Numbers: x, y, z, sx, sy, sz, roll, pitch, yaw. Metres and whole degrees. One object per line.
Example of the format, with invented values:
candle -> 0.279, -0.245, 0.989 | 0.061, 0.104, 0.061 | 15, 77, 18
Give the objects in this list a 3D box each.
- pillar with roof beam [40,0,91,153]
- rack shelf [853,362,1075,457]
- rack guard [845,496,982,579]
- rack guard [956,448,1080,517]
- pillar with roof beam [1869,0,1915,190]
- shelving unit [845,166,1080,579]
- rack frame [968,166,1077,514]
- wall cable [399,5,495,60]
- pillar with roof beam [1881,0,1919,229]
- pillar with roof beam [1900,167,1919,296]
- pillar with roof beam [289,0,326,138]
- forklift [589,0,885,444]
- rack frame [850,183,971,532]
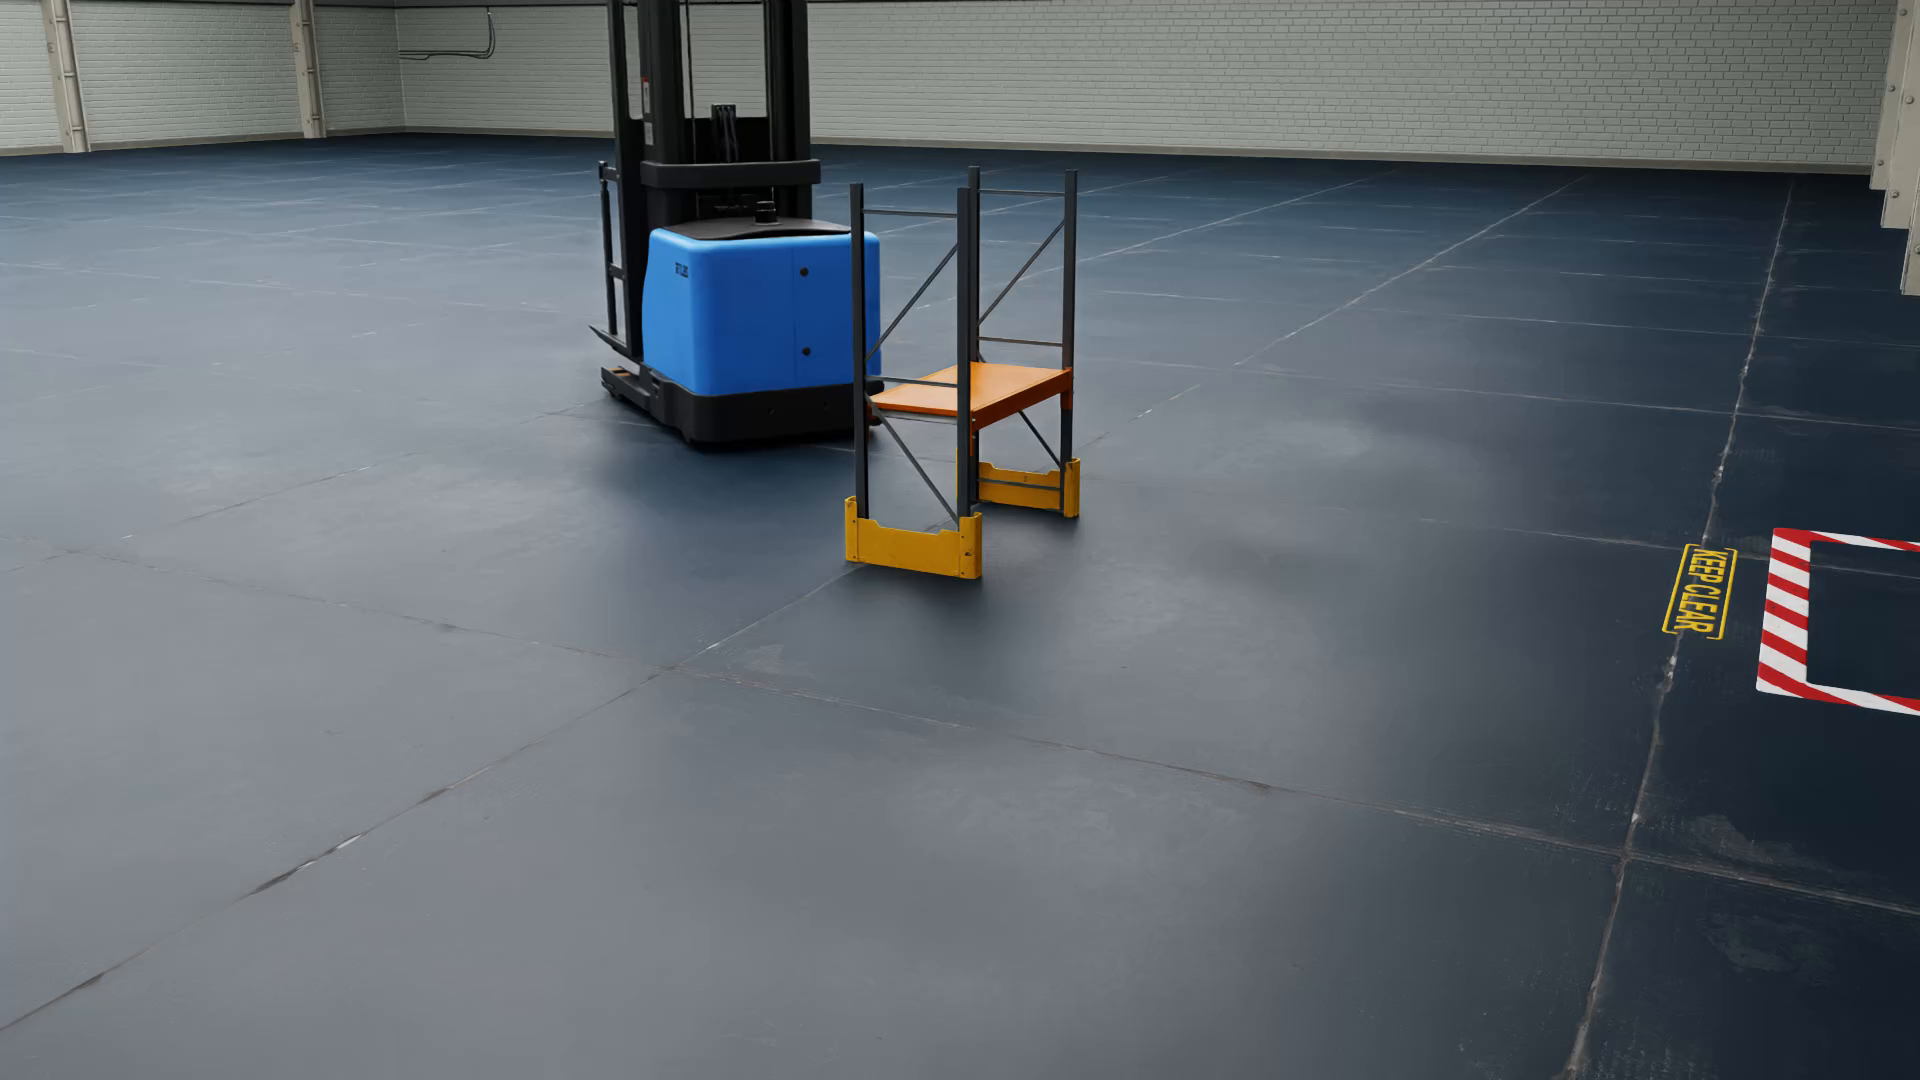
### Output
pillar with roof beam -> -13.513, -11.394, 29.580 | 9.100, 9.000, 0.400 | 8, 18, 25
rack shelf -> 0.038, -0.568, 6.935 | 0.538, 0.185, 1.000 | 8, 18, 25
rack guard -> -0.188, -0.012, 6.627 | 0.587, 0.250, 0.087 | 8, 18, 25
rack guard -> 0.257, -0.266, 7.481 | 0.587, 0.250, 0.087 | 8, 18, 25
pillar with roof beam -> 9.646, -10.010, 24.921 | 9.100, 9.000, 0.400 | 8, 18, 25
shelving unit -> 0.034, -0.738, 6.876 | 0.587, 1.500, 1.083 | 8, 18, 25
rack frame -> 0.265, -0.870, 7.320 | 0.500, 1.500, 0.032 | 8, 18, 25
wall cable -> -12.183, -12.563, 38.972 | 3.097, 2.526, 0.112 | 8, 18, 25
pillar with roof beam -> 6.965, -8.481, 19.775 | 9.100, 9.000, 0.400 | 8, 18, 25
pillar with roof beam -> 4.284, -6.953, 14.630 | 9.100, 9.000, 0.400 | 8, 18, 25
pillar with roof beam -> -10.831, -12.922, 34.725 | 9.100, 9.000, 0.400 | 8, 18, 25
forklift -> -1.496, -2.273, 9.531 | 1.130, 2.935, 3.031 | -8, 18, -25
rack frame -> -0.189, -0.611, 6.448 | 0.500, 1.500, 0.032 | 8, 18, 25
